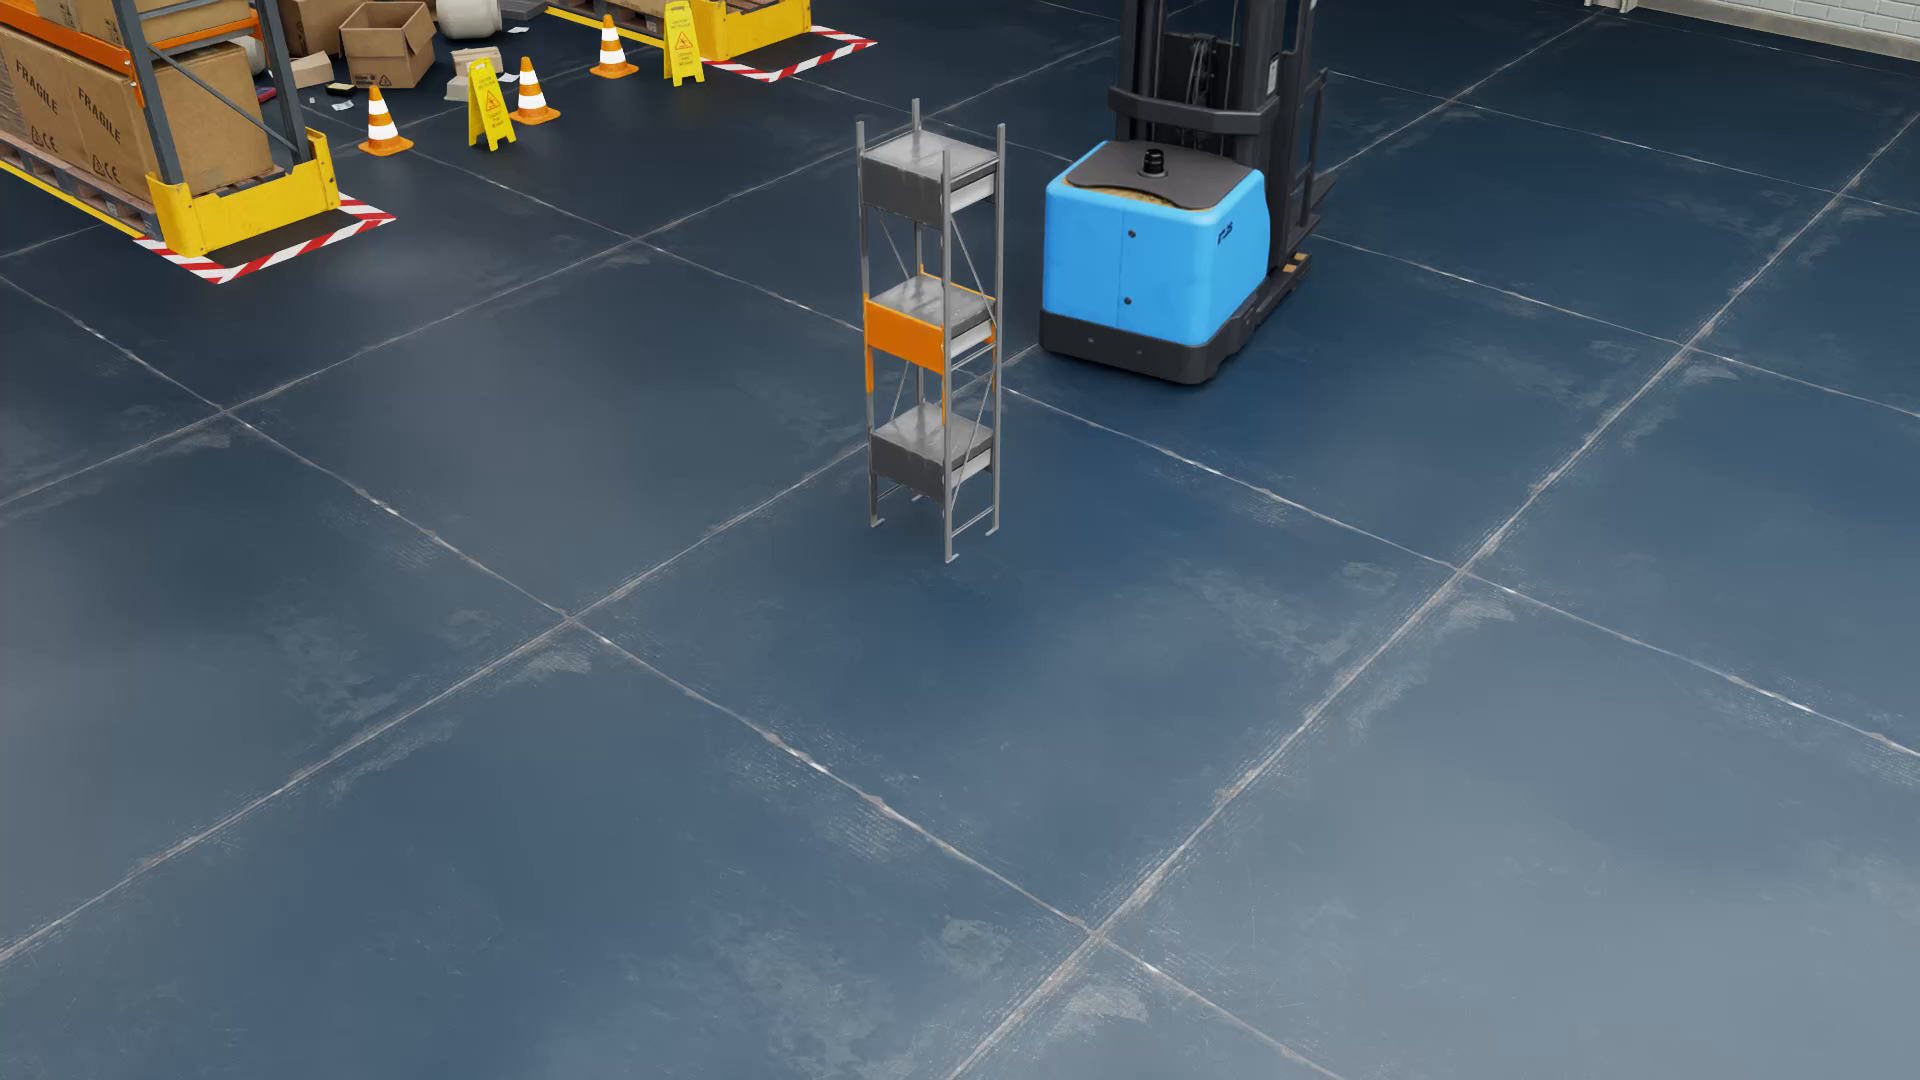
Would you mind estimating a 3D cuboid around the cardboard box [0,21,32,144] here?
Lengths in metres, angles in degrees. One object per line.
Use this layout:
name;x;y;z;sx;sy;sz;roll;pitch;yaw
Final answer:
cardboard box;-6.784;-3.568;12.302;0.875;0.875;0.875;26;42;32

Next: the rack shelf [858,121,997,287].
rack shelf;-0.127;-1.491;7.354;0.480;0.518;0.431;25;42;32

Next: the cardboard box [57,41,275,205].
cardboard box;-5.407;-2.920;11.358;0.875;0.875;0.875;26;42;32

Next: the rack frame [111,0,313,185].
rack frame;-4.844;-3.405;10.559;0.127;3.000;1.000;25;42;32

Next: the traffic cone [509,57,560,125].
traffic cone;-3.359;-3.538;12.994;0.334;0.463;0.336;25;42;32

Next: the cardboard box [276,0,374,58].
cardboard box;-5.448;-4.492;14.227;0.503;0.637;0.797;25;42;32

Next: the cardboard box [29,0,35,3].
cardboard box;-5.944;-4.029;11.335;0.550;0.550;0.875;25;42;32

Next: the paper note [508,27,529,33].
paper note;-3.948;-4.570;14.878;0.148;0.019;0.142;12;36;16

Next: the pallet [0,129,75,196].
pallet;-6.442;-2.954;12.364;1.213;0.211;1.003;25;42;32

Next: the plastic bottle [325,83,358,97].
plastic bottle;-5.062;-3.668;13.538;0.283;0.061;0.133;12;36;16

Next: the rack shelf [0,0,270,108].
rack shelf;-6.381;-3.833;11.818;4.000;0.370;1.077;25;42;32

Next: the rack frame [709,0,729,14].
rack frame;-1.754;-5.596;13.748;0.127;3.000;1.000;25;42;32

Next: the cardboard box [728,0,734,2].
cardboard box;-2.197;-5.048;15.009;0.500;0.250;0.500;25;42;31

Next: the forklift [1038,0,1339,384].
forklift;1.611;-2.901;9.886;1.130;2.935;3.031;17;38;23

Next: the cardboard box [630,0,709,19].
cardboard box;-2.566;-4.820;14.676;0.500;0.250;0.500;25;42;32

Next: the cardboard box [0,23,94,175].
cardboard box;-6.085;-3.237;11.820;0.875;0.875;0.875;25;41;31

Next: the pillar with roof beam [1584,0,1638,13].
pillar with roof beam;3.317;-6.828;10.243;0.400;9.000;9.100;25;42;32

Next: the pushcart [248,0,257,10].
pushcart;-6.249;-4.953;15.130;0.936;0.377;1.648;12;36;16

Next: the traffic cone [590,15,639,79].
traffic cone;-2.910;-4.144;13.876;0.334;0.463;0.336;25;42;32

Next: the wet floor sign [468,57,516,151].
wet floor sign;-3.554;-3.286;12.465;0.232;0.644;0.267;18;38;24

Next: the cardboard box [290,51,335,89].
cardboard box;-5.418;-3.906;13.703;0.396;0.266;0.258;-26;42;-32

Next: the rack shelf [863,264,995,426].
rack shelf;-0.127;-0.914;7.751;0.480;0.518;0.431;25;42;32

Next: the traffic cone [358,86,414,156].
traffic cone;-4.343;-3.170;12.457;0.334;0.463;0.336;25;42;32

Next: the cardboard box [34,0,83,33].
cardboard box;-5.594;-3.772;10.960;0.550;0.550;0.875;25;42;32

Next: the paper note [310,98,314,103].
paper note;-5.222;-3.545;13.403;0.032;0.001;0.123;-12;36;-17

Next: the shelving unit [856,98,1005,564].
shelving unit;-0.127;-0.926;7.743;0.503;2.100;0.431;25;42;32

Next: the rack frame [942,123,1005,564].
rack frame;0.060;-0.837;7.614;0.015;2.100;0.400;25;42;32

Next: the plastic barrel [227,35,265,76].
plastic barrel;-6.064;-4.049;13.772;0.512;0.421;0.421;-6;35;-8

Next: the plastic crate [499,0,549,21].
plastic crate;-4.146;-4.916;15.337;0.583;0.080;0.402;12;36;16

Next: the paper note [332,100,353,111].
paper note;-4.930;-3.472;13.281;0.144;0.017;0.142;-18;38;-25

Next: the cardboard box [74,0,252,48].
cardboard box;-5.158;-3.582;10.684;0.550;0.550;0.875;25;42;32

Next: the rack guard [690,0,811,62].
rack guard;-1.813;-4.593;14.496;0.348;0.500;1.175;25;42;32

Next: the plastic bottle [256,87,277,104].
plastic bottle;-5.623;-3.610;13.453;0.133;0.061;0.283;12;36;16

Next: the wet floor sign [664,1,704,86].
wet floor sign;-2.293;-4.091;13.637;0.267;0.644;0.232;-18;38;-25

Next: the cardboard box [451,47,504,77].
cardboard box;-4.053;-4.016;13.967;0.380;0.149;0.250;-12;36;-17

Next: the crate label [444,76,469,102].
crate label;-4.003;-3.662;13.461;0.298;0.136;0.250;6;35;8

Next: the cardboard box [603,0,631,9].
cardboard box;-2.941;-5.002;14.942;0.500;0.250;0.500;25;42;32

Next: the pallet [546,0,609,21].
pallet;-3.348;-5.225;15.672;1.213;0.211;1.003;25;42;32

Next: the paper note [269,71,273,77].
paper note;-5.703;-3.931;13.955;0.172;0.023;0.155;-18;38;-25

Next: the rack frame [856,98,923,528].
rack frame;-0.315;-1.014;7.872;0.015;2.100;0.400;25;42;32

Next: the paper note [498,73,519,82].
paper note;-3.754;-3.848;13.826;0.142;0.019;0.148;12;36;16

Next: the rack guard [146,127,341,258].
rack guard;-4.825;-2.366;11.254;0.348;0.500;1.175;25;42;32

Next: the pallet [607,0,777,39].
pallet;-2.414;-4.783;15.029;1.213;0.211;1.003;25;42;32

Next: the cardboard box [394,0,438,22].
cardboard box;-4.875;-5.035;15.138;0.500;0.500;0.500;-6;35;-8

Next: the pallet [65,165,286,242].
pallet;-5.508;-2.512;11.721;1.213;0.211;1.003;25;42;32

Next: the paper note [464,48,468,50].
paper note;-4.311;-4.216;14.373;0.148;0.019;0.142;-18;38;-25

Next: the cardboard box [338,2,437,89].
cardboard box;-4.724;-4.101;13.778;0.637;0.503;0.797;0;34;0

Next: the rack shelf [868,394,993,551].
rack shelf;-0.127;-0.337;8.147;0.480;0.518;0.431;25;42;32

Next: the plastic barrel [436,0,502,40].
plastic barrel;-4.310;-4.623;14.608;0.512;0.421;0.421;-6;35;-8
